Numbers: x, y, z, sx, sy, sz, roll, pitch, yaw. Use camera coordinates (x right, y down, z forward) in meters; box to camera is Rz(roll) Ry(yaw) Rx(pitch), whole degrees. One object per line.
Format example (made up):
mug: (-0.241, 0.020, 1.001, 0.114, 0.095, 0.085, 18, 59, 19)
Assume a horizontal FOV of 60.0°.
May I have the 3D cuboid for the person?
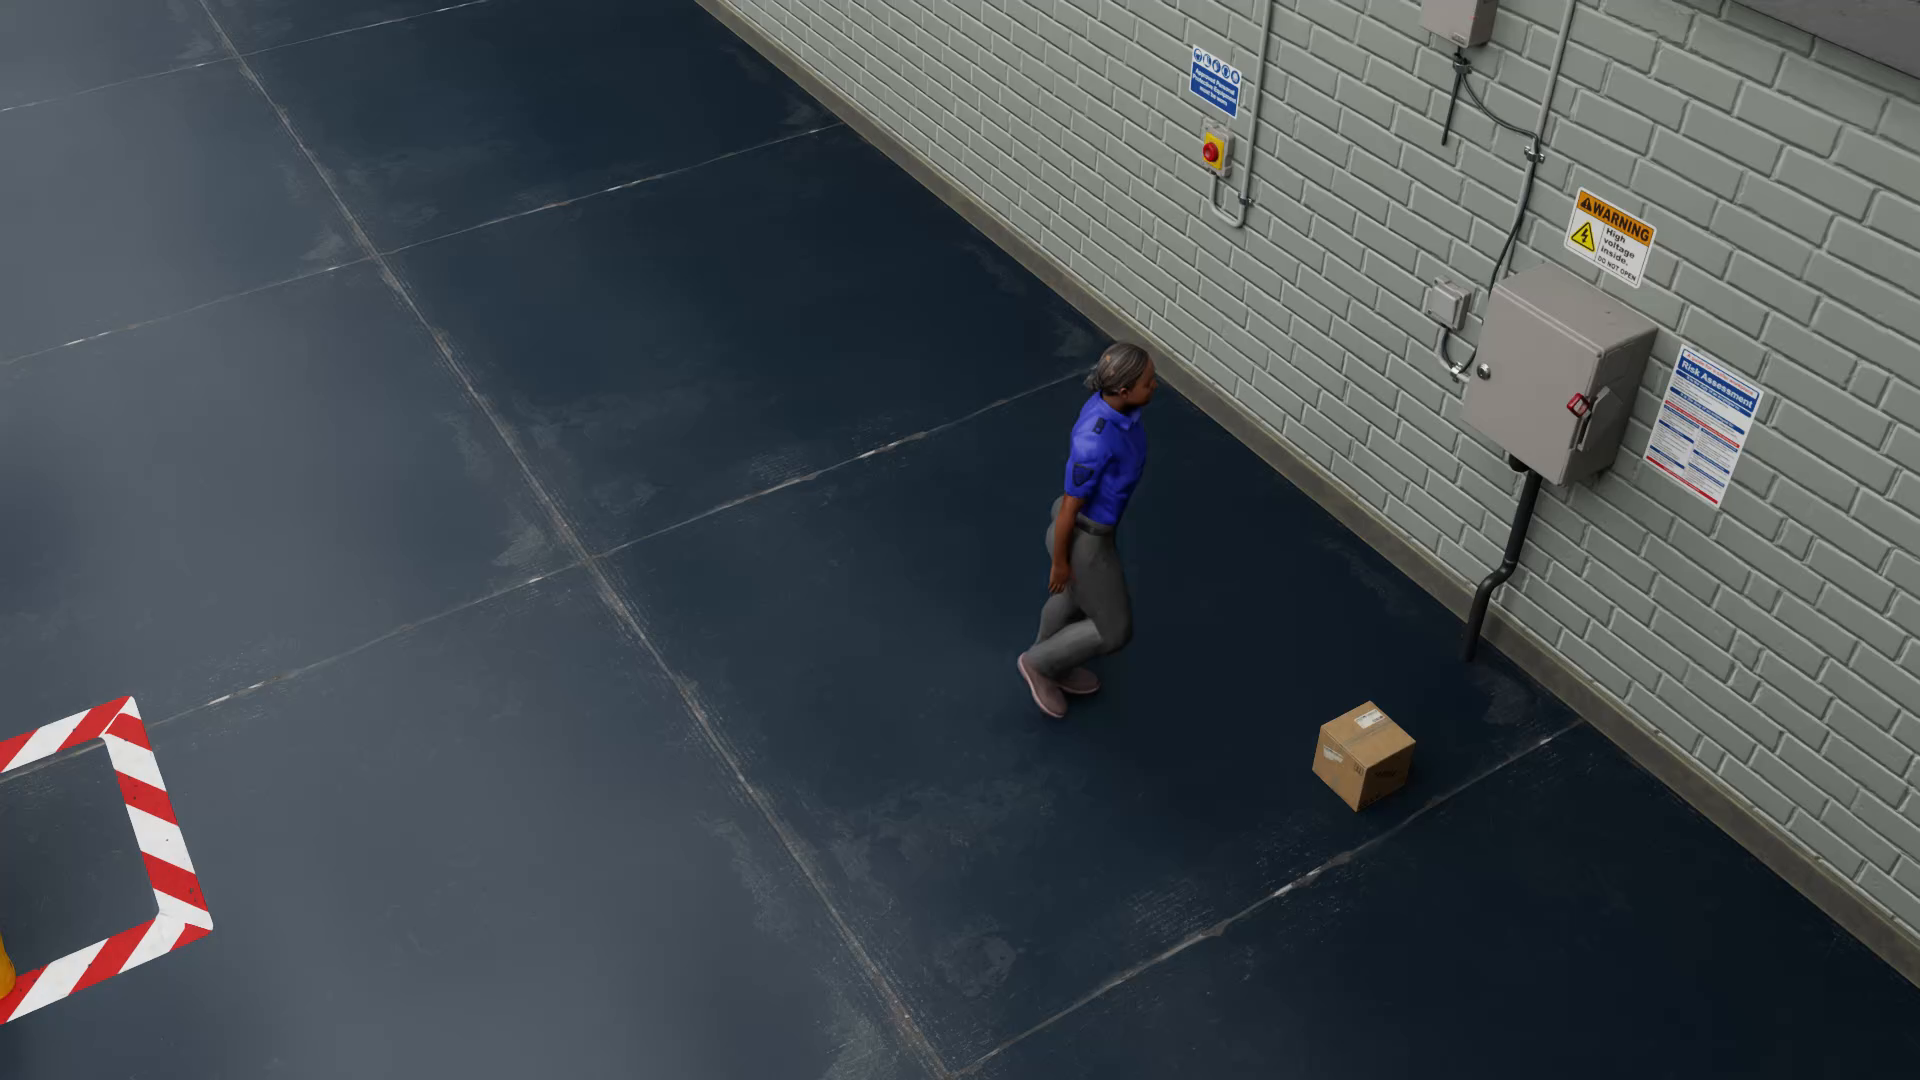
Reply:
person: (0.468, -0.025, 6.173, 0.452, 1.648, 0.495, 9, 42, 10)
